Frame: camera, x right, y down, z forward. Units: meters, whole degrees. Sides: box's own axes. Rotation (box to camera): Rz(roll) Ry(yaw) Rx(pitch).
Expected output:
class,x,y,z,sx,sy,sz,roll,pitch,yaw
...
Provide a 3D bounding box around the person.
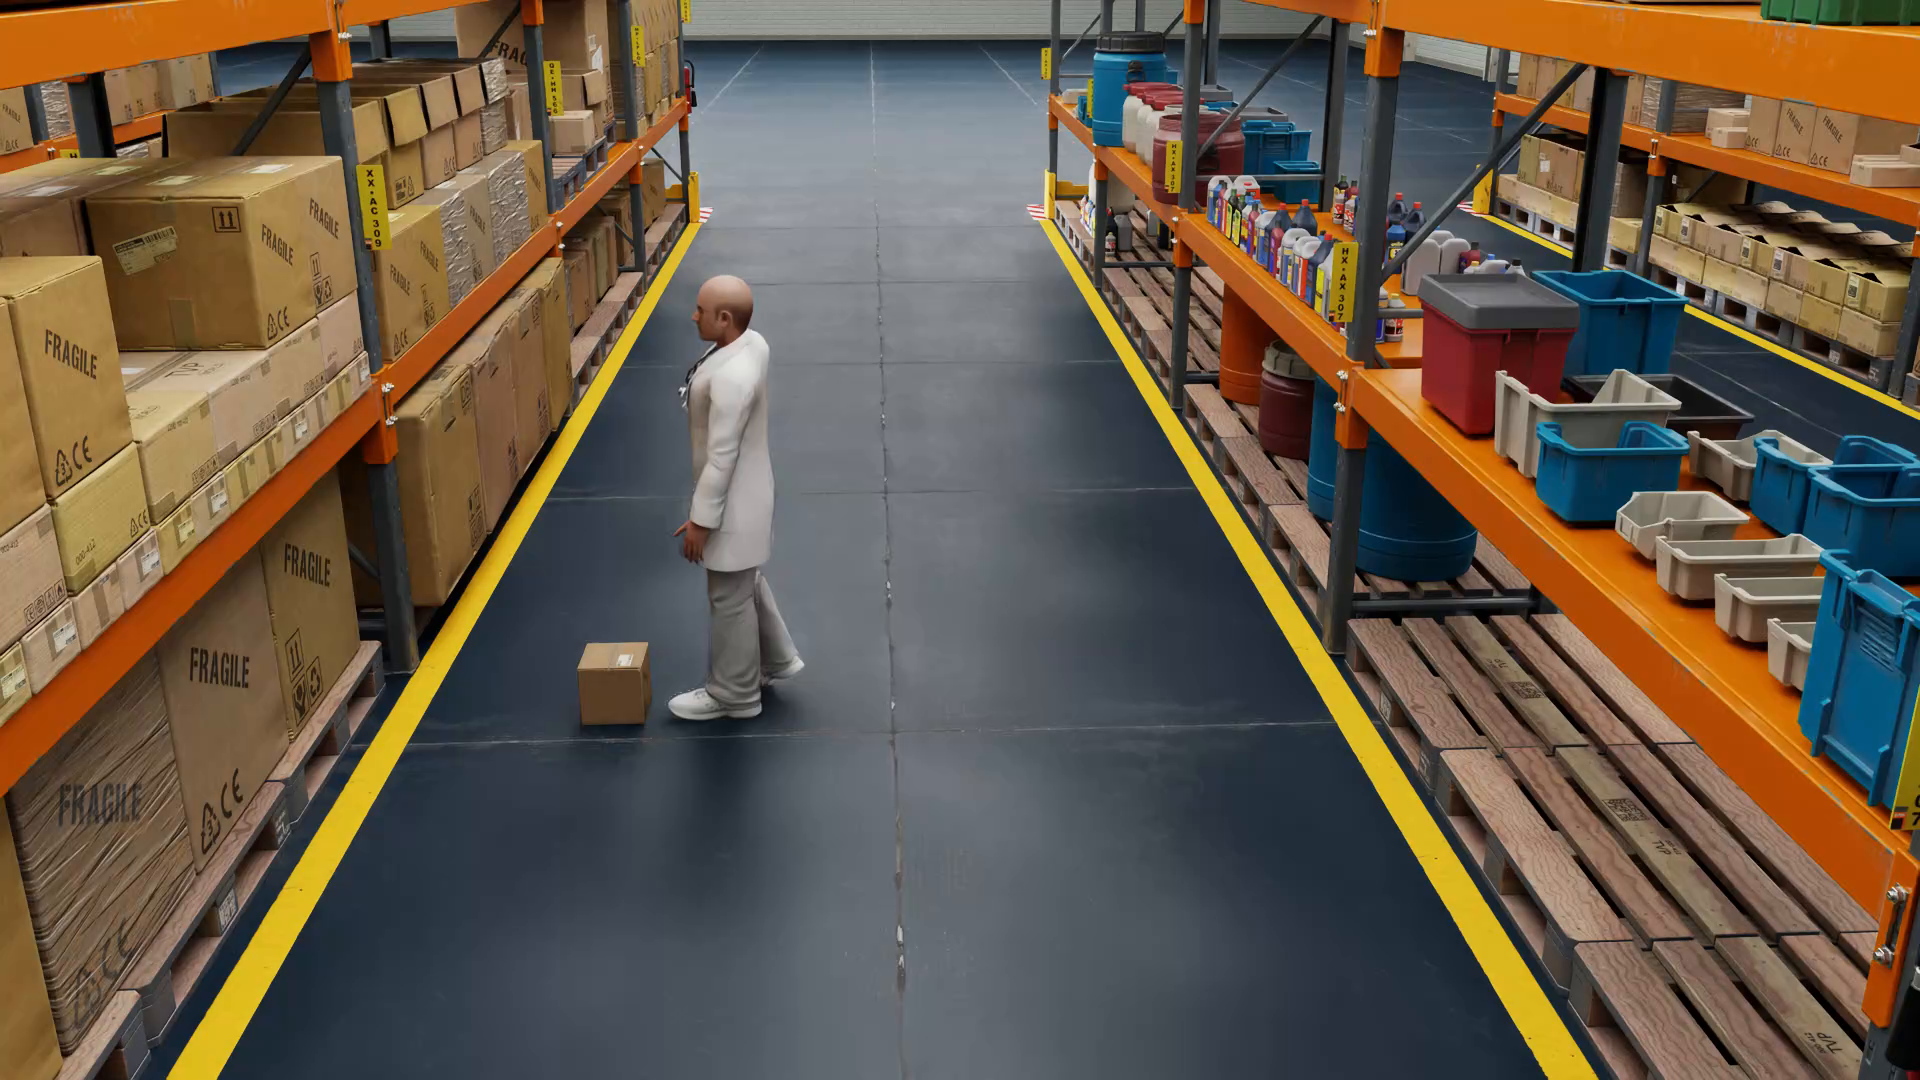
class,x,y,z,sx,sy,sz,roll,pitch,yaw
person,-0.908,-0.138,6.496,0.543,1.829,0.639,-1,20,-4
